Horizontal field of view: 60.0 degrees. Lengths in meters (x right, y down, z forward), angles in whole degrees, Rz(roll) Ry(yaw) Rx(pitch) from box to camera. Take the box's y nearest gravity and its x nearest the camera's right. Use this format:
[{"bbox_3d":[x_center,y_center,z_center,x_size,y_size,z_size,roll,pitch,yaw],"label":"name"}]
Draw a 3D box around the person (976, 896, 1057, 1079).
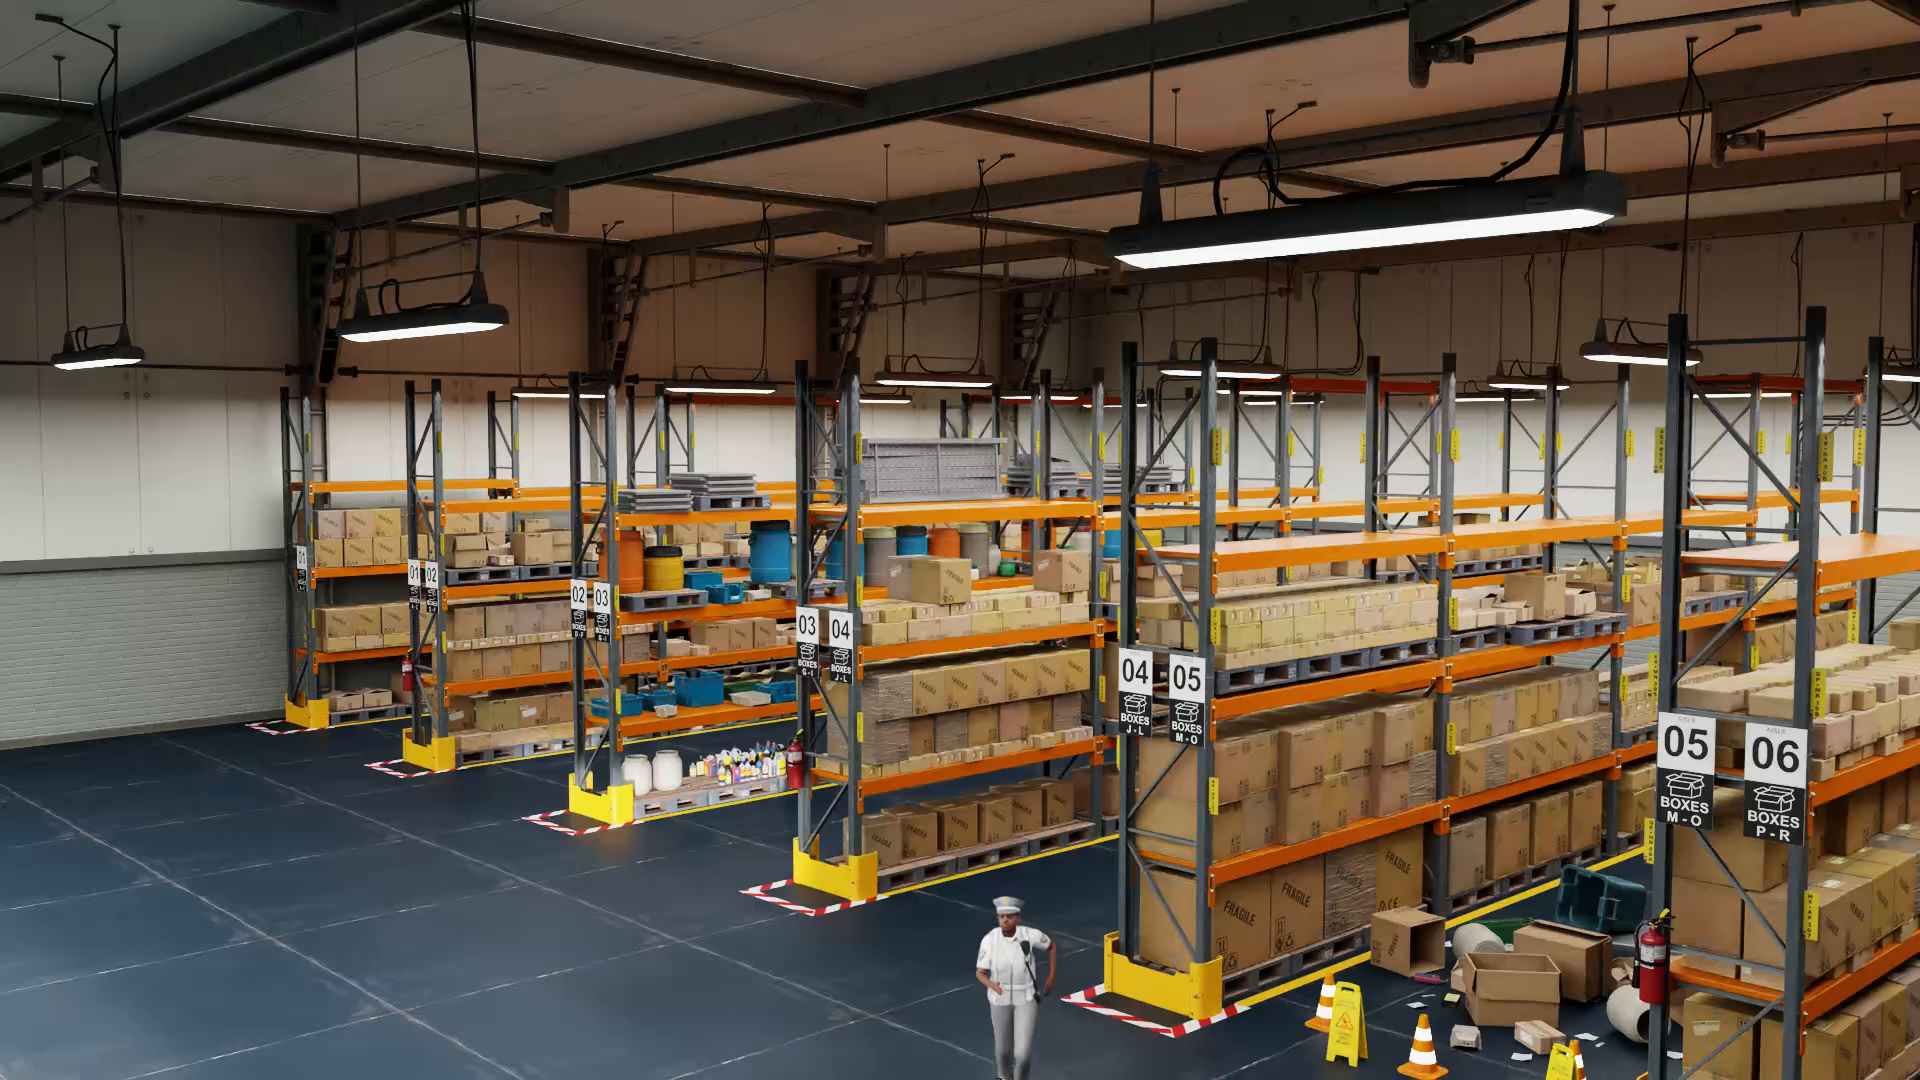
[{"bbox_3d":[0.423,3.509,12.623,0.585,1.680,0.841,1,4,9],"label":"person"}]
